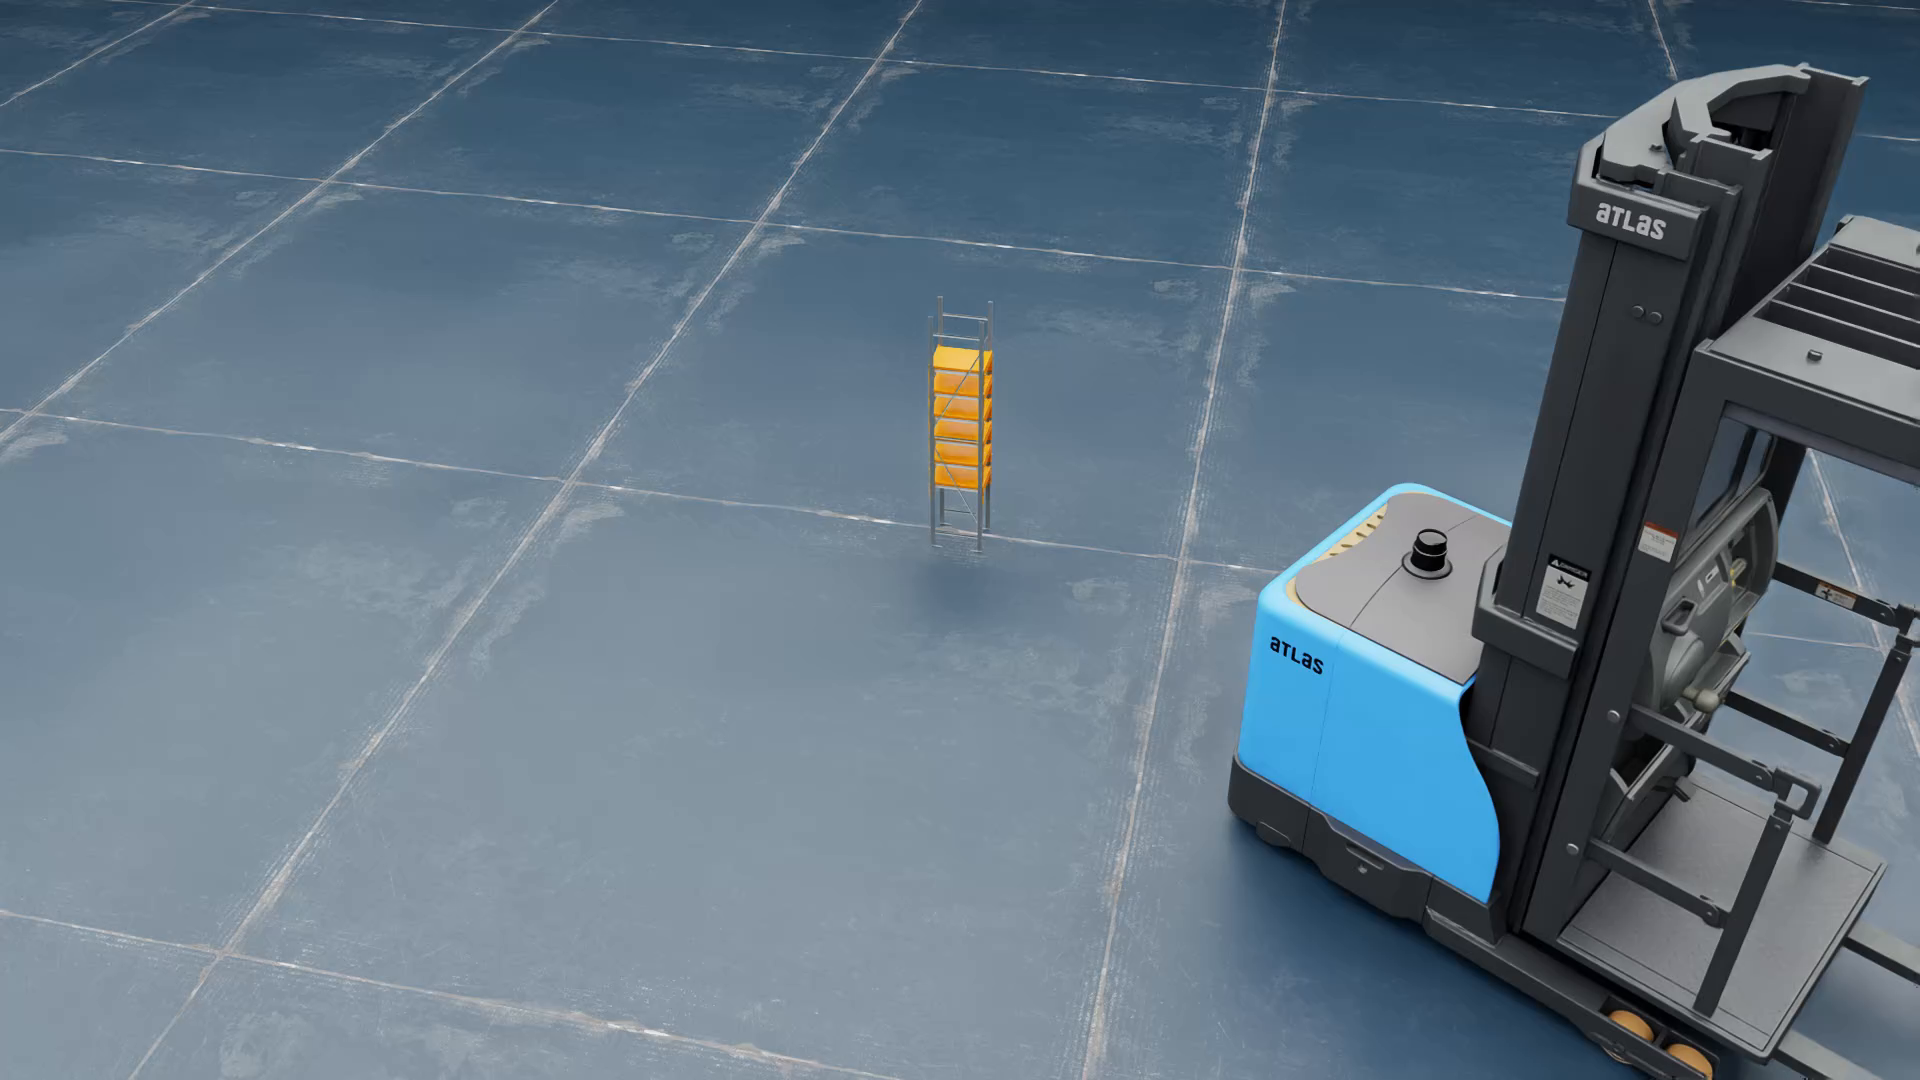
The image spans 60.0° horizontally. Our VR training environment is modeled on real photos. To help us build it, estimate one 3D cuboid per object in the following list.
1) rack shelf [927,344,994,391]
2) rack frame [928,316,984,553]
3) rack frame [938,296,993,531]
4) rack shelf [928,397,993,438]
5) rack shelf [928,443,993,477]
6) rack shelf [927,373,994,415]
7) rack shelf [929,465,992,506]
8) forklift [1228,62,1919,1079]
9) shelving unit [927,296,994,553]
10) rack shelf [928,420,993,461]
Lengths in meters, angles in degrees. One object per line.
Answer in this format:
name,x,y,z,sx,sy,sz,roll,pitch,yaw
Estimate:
rack shelf,0.003,-0.750,7.224,0.258,0.103,0.180,7,37,10
rack frame,-0.016,-0.442,7.337,0.240,1.200,0.006,7,37,10
rack frame,0.023,-0.547,7.482,0.240,1.200,0.006,7,37,10
rack shelf,0.003,-0.555,7.365,0.258,0.103,0.180,7,37,10
rack shelf,0.003,-0.361,7.506,0.258,0.103,0.180,7,37,10
rack shelf,0.003,-0.652,7.295,0.258,0.103,0.180,7,37,10
rack shelf,0.003,-0.264,7.576,0.258,0.103,0.180,7,37,10
forklift,2.434,0.239,4.923,3.031,2.935,1.130,28,45,33
shelving unit,0.003,-0.494,7.409,0.258,1.200,0.189,7,37,10
rack shelf,0.003,-0.458,7.435,0.258,0.103,0.180,7,37,10
